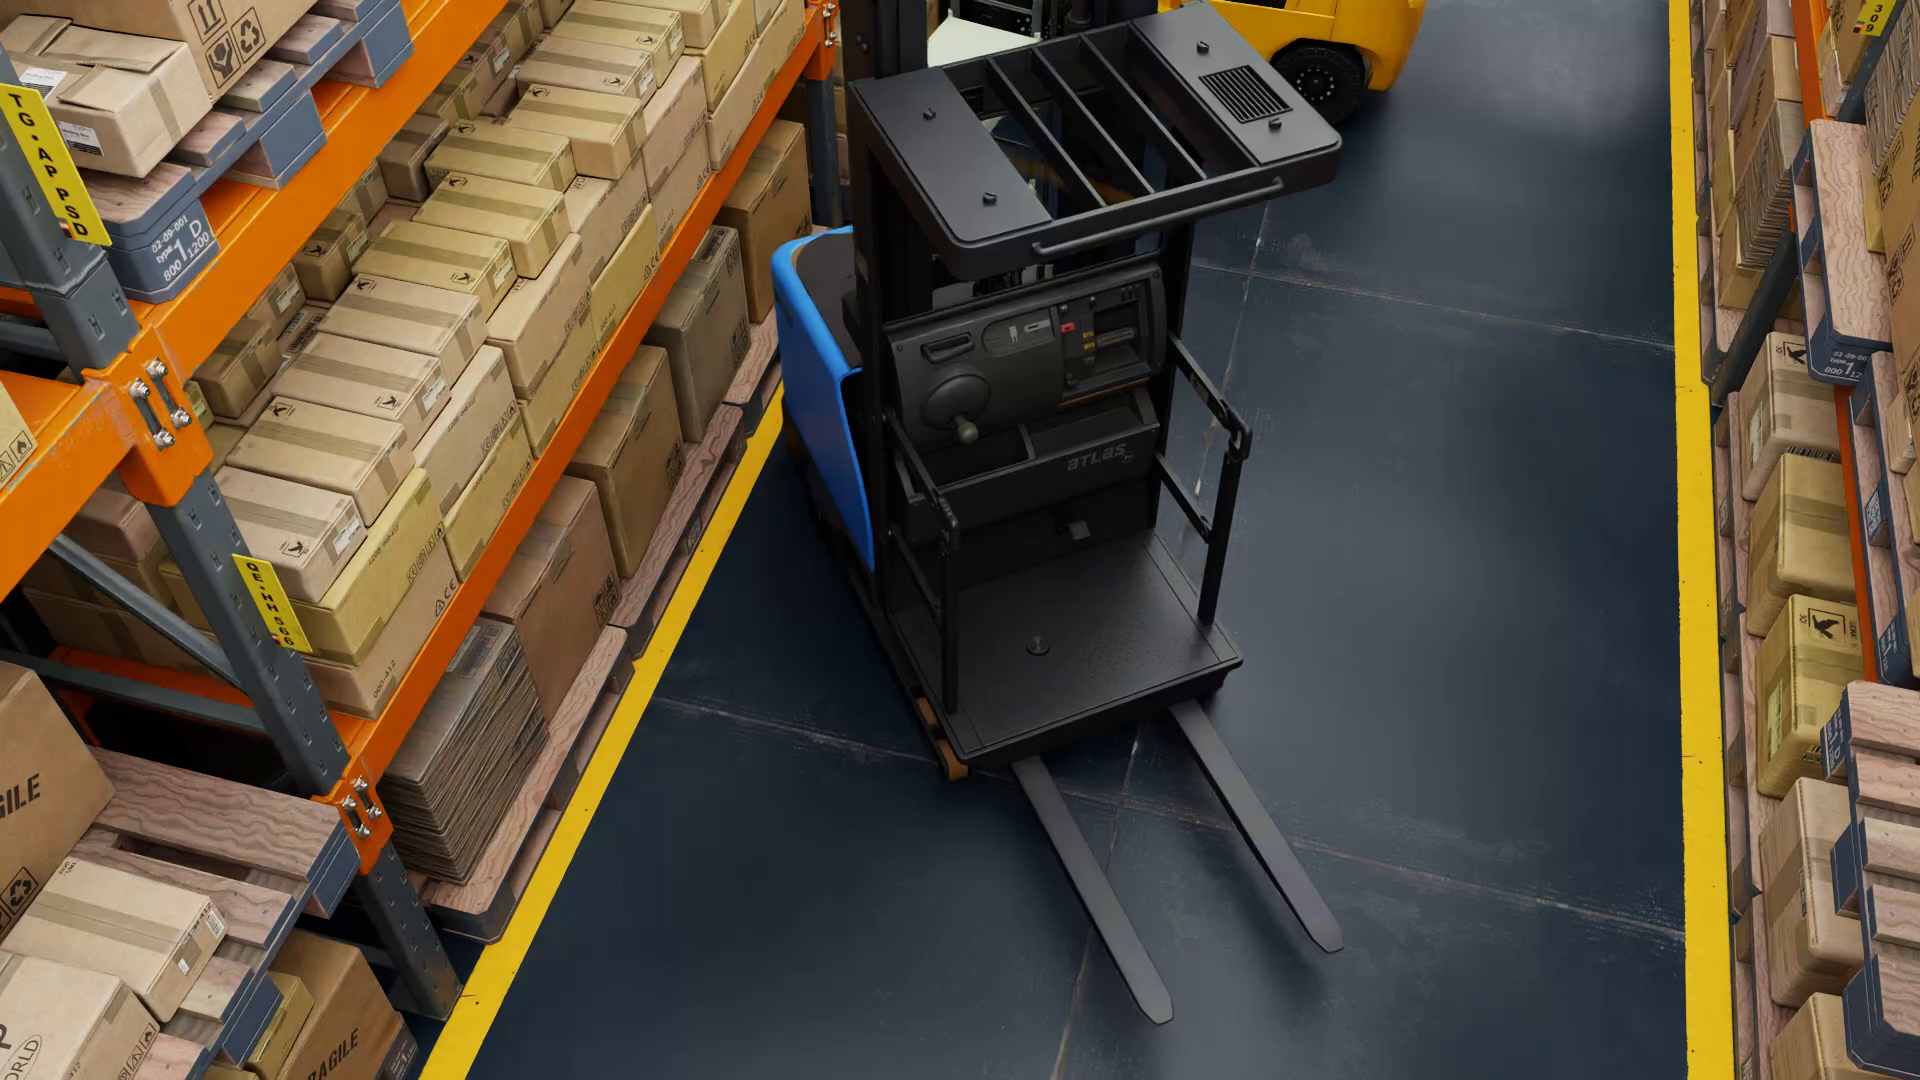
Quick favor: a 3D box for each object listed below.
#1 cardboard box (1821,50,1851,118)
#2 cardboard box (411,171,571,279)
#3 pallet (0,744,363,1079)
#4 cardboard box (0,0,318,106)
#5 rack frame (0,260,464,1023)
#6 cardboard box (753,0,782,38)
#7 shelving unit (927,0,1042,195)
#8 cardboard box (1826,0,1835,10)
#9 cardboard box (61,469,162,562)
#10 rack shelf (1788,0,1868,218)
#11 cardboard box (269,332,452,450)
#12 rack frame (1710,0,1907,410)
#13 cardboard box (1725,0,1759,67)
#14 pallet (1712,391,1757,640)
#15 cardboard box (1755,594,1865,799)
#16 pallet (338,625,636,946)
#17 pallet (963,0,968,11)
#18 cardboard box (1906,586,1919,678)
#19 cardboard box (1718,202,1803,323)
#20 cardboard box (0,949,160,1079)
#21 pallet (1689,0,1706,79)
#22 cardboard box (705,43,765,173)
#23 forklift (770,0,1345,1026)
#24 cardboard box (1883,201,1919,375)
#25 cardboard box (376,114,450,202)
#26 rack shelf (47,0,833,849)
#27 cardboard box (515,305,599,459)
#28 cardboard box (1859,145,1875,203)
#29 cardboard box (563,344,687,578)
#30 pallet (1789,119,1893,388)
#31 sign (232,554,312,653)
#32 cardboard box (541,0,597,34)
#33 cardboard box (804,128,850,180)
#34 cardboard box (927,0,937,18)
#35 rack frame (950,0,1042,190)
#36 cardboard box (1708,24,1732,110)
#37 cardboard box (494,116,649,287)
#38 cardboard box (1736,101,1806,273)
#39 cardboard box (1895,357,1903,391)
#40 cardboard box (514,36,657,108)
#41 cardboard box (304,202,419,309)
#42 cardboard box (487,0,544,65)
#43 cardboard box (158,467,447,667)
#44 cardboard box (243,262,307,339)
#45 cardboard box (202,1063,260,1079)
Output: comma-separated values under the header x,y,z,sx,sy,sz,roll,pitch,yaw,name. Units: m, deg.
x,y,z,sx,sy,sz,roll,pitch,yaw,name
3.528,-1.721,6.354,0.380,0.149,0.250,11,50,10,cardboard box
-1.408,-0.951,5.008,0.380,0.149,0.250,13,50,11,cardboard box
-2.216,0.973,3.938,1.213,0.211,1.003,12,50,10,pallet
-1.680,-1.268,3.374,0.500,0.500,0.500,12,50,10,cardboard box
-2.105,0.405,4.311,1.000,3.000,0.127,12,50,10,rack frame
-0.935,-2.198,6.375,0.500,0.250,0.500,11,49,9,cardboard box
-0.016,-1.494,6.987,0.431,1.500,0.755,20,52,17,shelving unit
3.743,-2.387,6.510,0.500,0.500,0.500,13,50,11,cardboard box
-2.215,-0.118,4.273,0.380,0.149,0.250,13,50,11,cardboard box
4.263,-2.720,7.548,1.077,0.370,4.000,12,50,10,rack shelf
-1.625,-0.399,4.521,0.380,0.149,0.250,13,50,11,cardboard box
3.737,-1.511,6.002,1.000,3.000,0.127,12,50,10,rack frame
4.032,-2.595,8.012,0.500,0.500,0.500,12,50,11,cardboard box
3.534,-0.025,6.550,1.003,0.211,1.213,12,50,10,pallet
3.234,0.623,5.591,0.950,0.372,0.625,13,50,11,cardboard box
-1.851,0.740,5.875,1.003,0.211,1.213,12,50,10,pallet
-0.484,-3.018,9.191,1.003,0.211,1.213,12,50,10,pallet
2.700,0.261,4.325,0.380,0.149,0.250,12,50,11,cardboard box
3.633,-1.221,7.300,0.500,0.250,0.500,14,50,12,cardboard box
-2.071,1.143,3.479,0.500,0.250,0.500,9,49,8,cardboard box
4.522,-2.846,9.040,1.003,0.211,1.213,12,50,10,pallet
-1.060,-1.658,6.231,0.500,0.250,0.500,11,50,10,cardboard box
0.316,-0.485,5.142,1.130,2.935,3.031,-18,51,-15,forklift
3.062,-0.782,4.813,0.500,0.500,0.500,11,50,10,cardboard box
-1.830,-1.232,5.256,0.380,0.149,0.250,13,50,11,cardboard box
-1.579,-0.803,5.857,1.077,0.370,4.000,12,50,10,rack shelf
-1.487,-0.555,5.258,0.500,0.250,0.500,10,49,9,cardboard box
3.287,-1.230,5.641,0.380,0.149,0.250,12,50,11,cardboard box
-1.587,-0.358,6.288,0.875,0.625,0.625,10,49,8,cardboard box
3.396,-0.924,5.611,1.003,0.211,1.213,12,50,10,pallet
-1.579,0.149,3.818,0.100,0.325,0.005,12,50,10,sign
-1.576,-1.926,6.134,0.500,0.250,0.500,11,50,10,cardboard box
-0.606,-2.002,7.989,0.500,0.250,0.500,12,50,10,cardboard box
-0.353,-2.898,8.446,0.500,0.250,0.500,11,50,10,cardboard box
0.143,-1.741,7.205,0.400,1.500,0.023,20,52,17,rack frame
4.038,-2.340,8.287,0.500,0.250,0.500,15,50,13,cardboard box
-1.355,-1.095,5.401,0.500,0.250,0.500,12,50,11,cardboard box
3.634,-1.469,7.019,0.500,0.500,0.500,11,49,10,cardboard box
3.037,-0.474,4.974,0.380,0.149,0.250,12,50,10,cardboard box
-1.236,-1.515,5.506,0.380,0.149,0.250,12,50,10,cardboard box
-1.988,-0.822,5.161,0.500,0.250,0.500,11,50,10,cardboard box
-1.677,-1.796,5.754,0.380,0.149,0.250,12,50,10,cardboard box
-1.729,0.022,4.416,0.500,0.250,0.500,12,50,10,cardboard box
-2.130,-0.696,4.783,0.380,0.149,0.250,11,49,9,cardboard box
-2.033,1.490,4.308,0.380,0.149,0.250,9,49,8,cardboard box
